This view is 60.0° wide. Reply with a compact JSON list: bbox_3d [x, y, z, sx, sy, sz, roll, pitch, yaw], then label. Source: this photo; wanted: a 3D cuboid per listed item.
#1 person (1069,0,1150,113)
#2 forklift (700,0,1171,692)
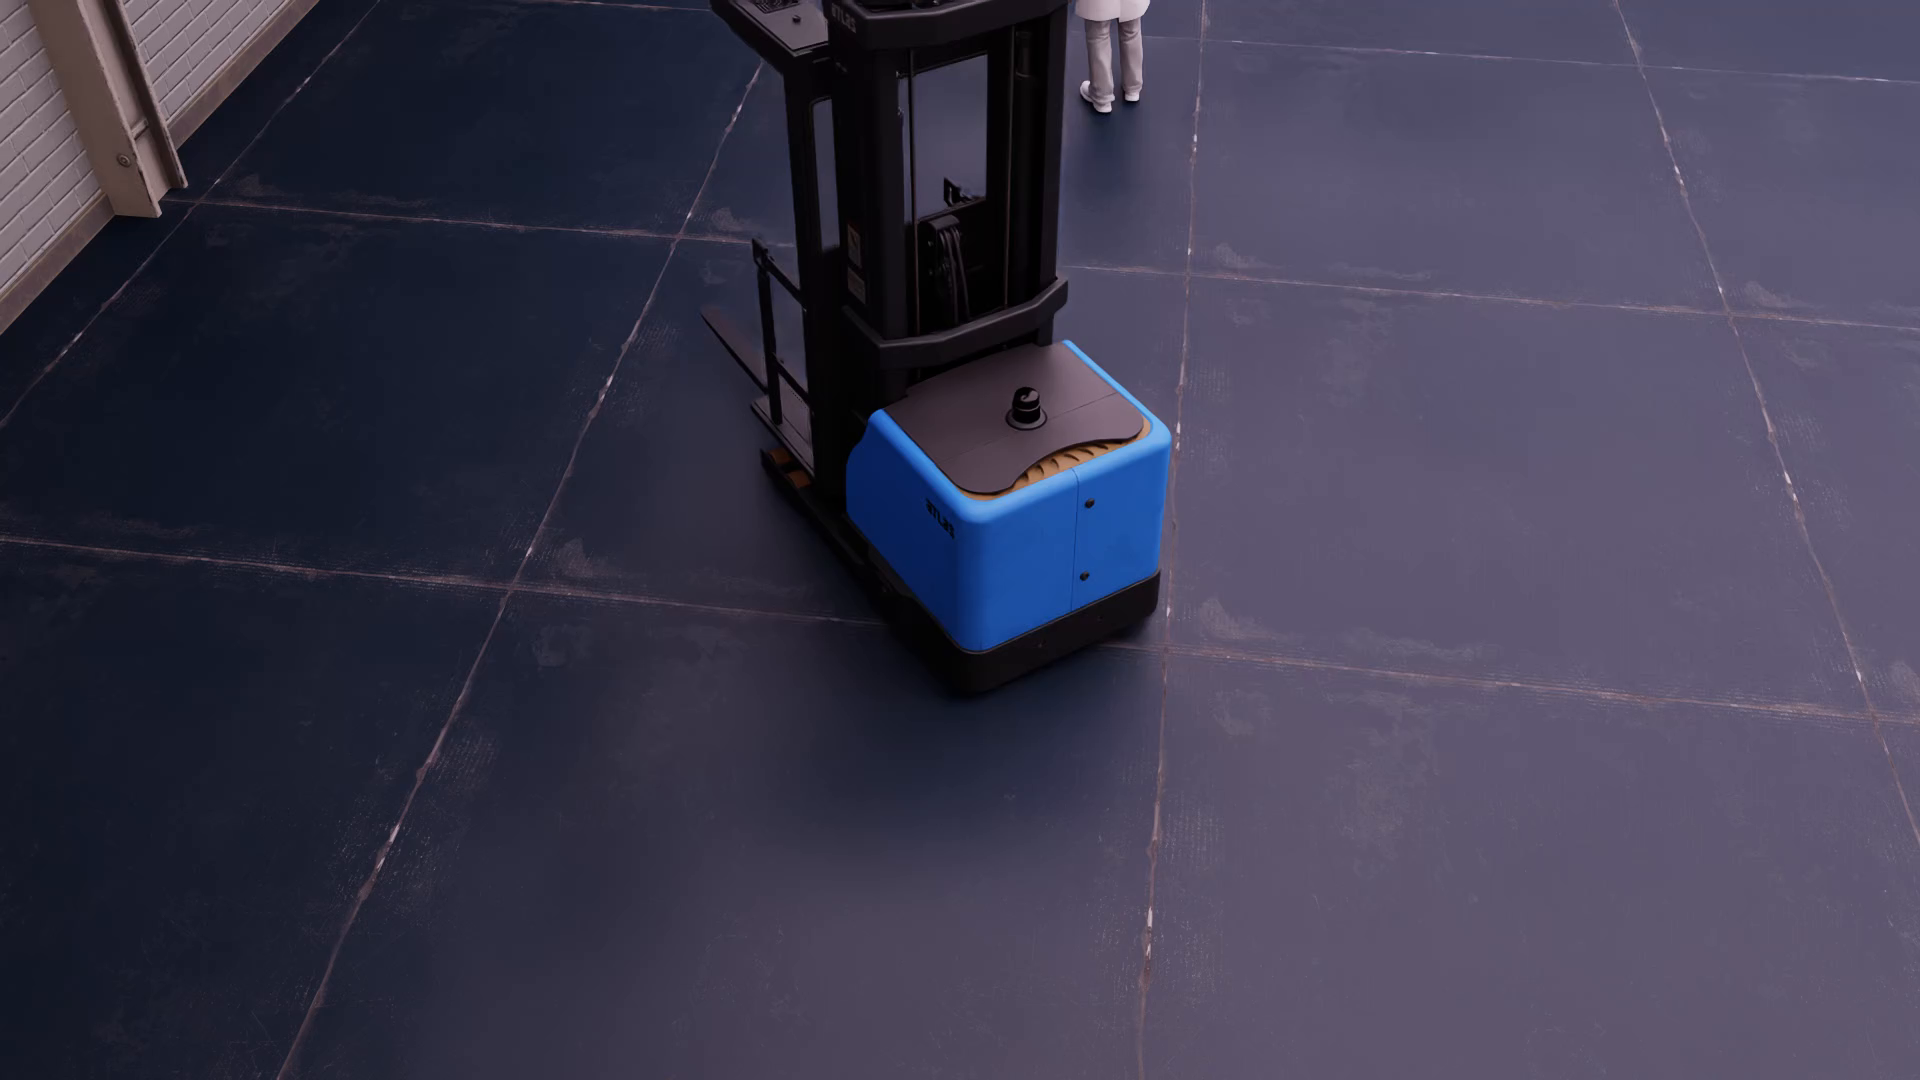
[{"bbox_3d":[0.932,-3.577,10.460,0.694,1.775,0.581,-7,43,-7],"label":"person"},{"bbox_3d":[-0.318,-1.408,7.257,1.130,2.935,3.031,-23,47,-23],"label":"forklift"}]
